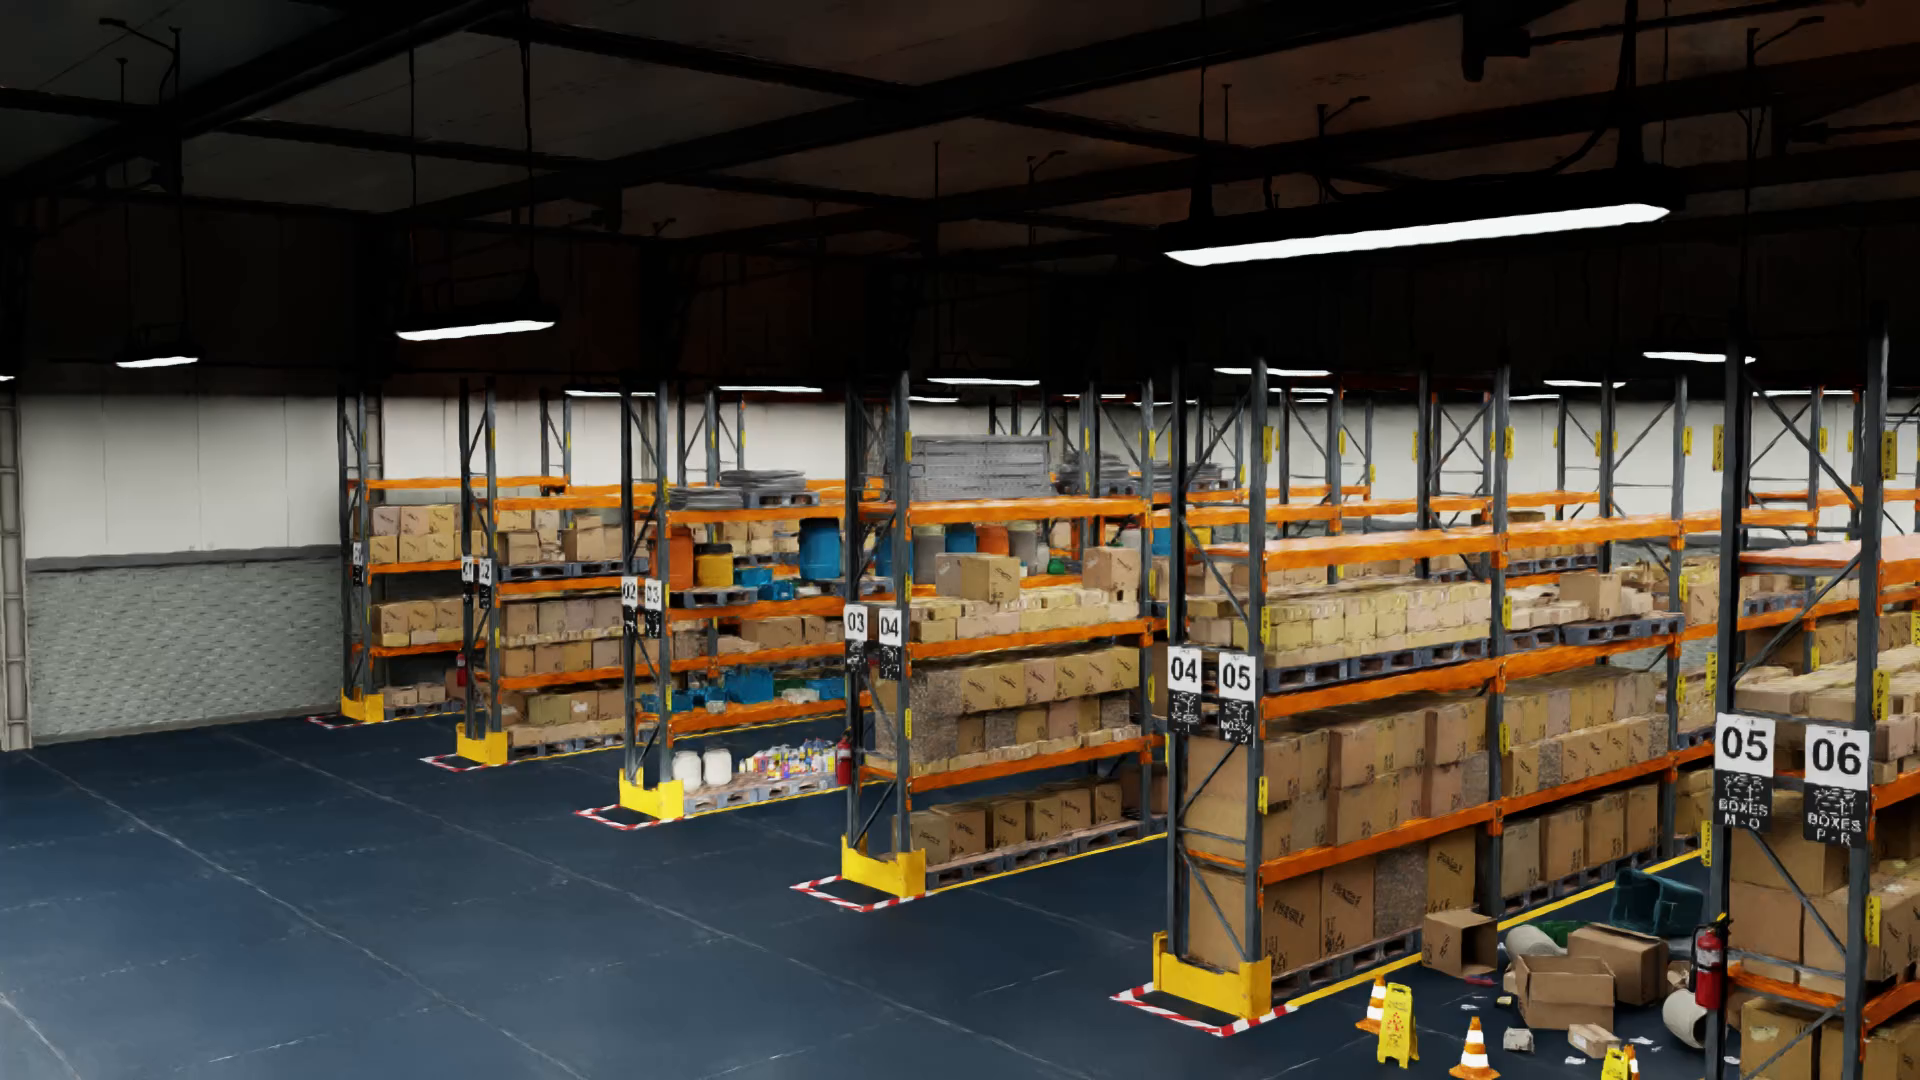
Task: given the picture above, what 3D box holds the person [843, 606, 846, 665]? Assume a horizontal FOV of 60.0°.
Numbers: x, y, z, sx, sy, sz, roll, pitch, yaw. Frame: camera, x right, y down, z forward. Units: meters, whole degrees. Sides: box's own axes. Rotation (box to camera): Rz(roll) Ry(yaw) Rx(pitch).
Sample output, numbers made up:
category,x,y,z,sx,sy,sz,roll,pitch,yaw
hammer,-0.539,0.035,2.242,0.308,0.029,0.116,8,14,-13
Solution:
category,x,y,z,sx,sy,sz,roll,pitch,yaw
person,-2.238,2.023,35.502,0.448,1.586,0.678,2,4,30
